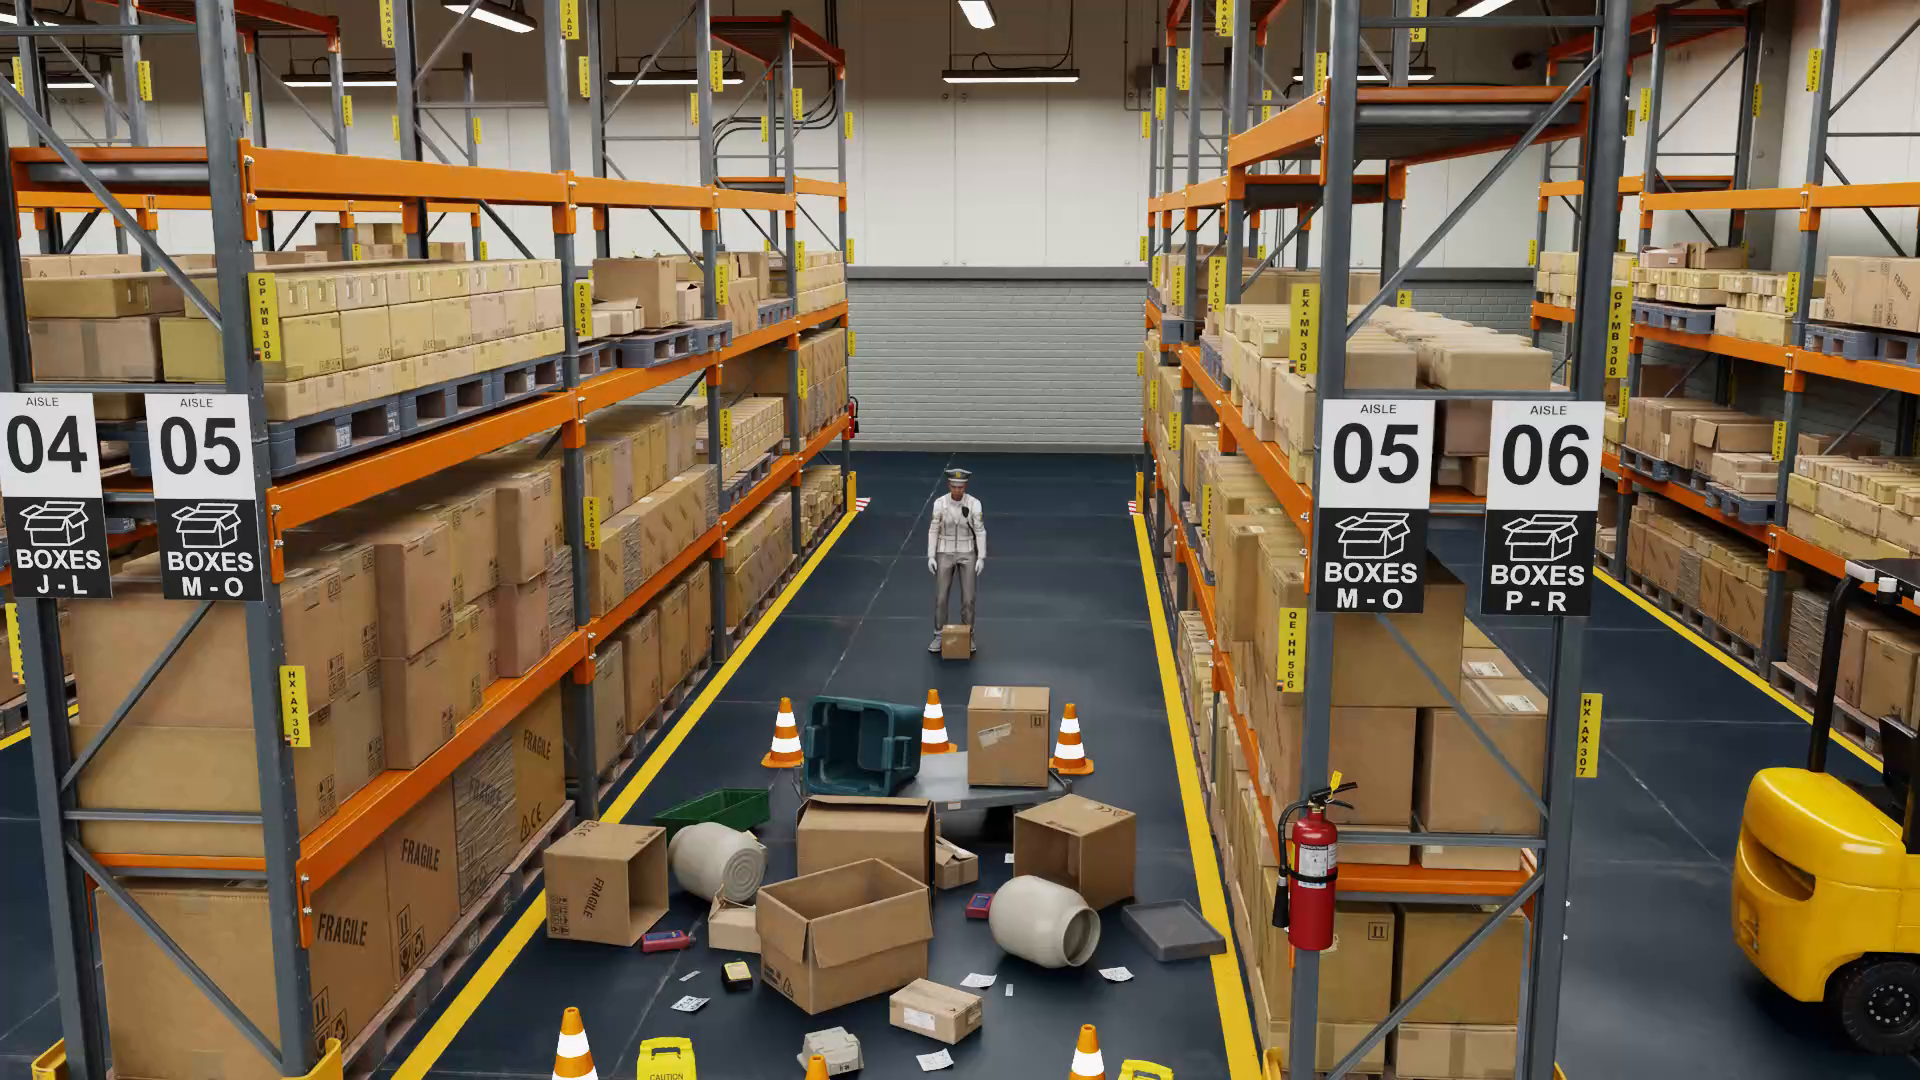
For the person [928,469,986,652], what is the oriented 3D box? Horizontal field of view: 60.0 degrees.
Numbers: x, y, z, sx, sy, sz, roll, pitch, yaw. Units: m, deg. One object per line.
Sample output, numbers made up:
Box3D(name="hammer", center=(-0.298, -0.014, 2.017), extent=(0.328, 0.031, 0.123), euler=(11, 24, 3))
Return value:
Box3D(name="person", center=(-0.036, 0.173, 15.013), extent=(0.515, 1.663, 0.371), euler=(1, 11, 4))
